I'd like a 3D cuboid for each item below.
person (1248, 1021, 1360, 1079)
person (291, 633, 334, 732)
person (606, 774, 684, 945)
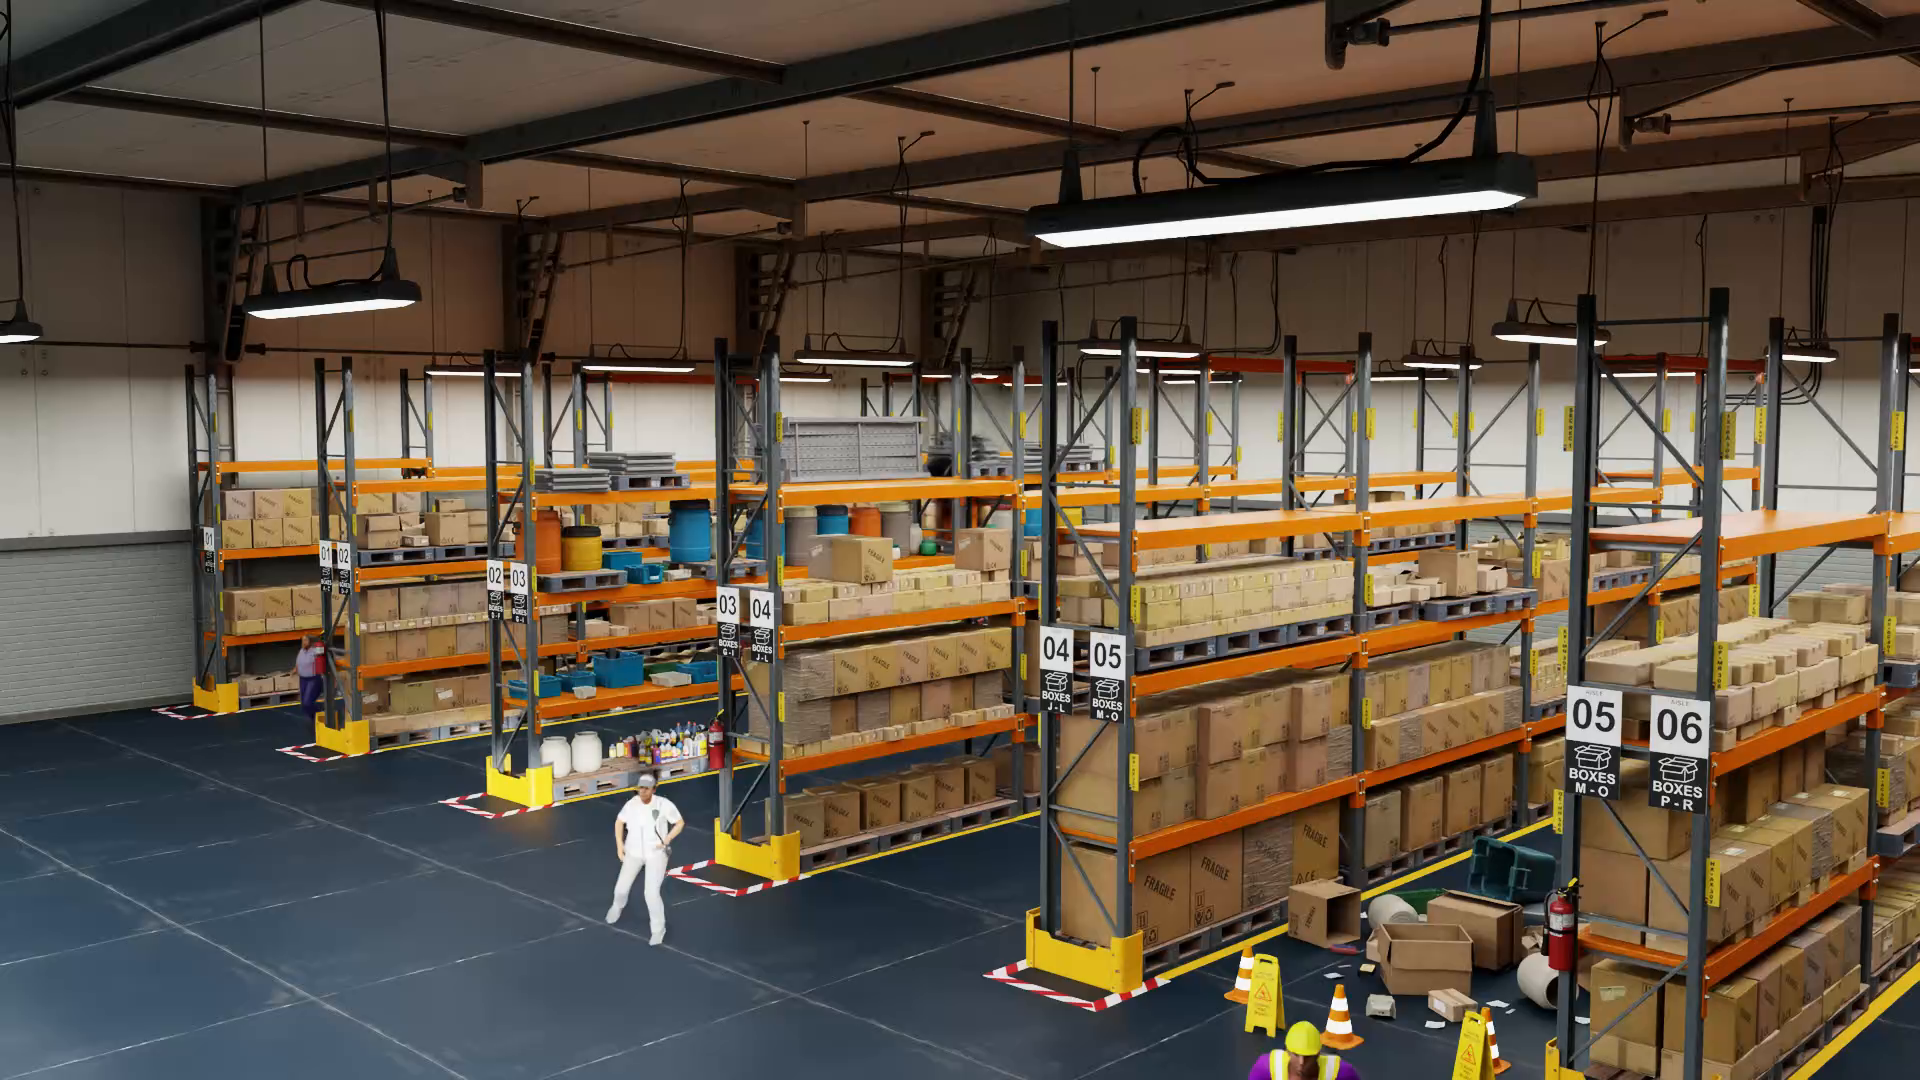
[{"bbox_3d":[2.052,3.589,9.839,0.700,1.701,0.911,1,4,13],"label":"person"},{"bbox_3d":[-10.420,2.320,26.681,0.621,1.644,0.631,2,5,24],"label":"person"},{"bbox_3d":[-3.141,3.124,16.445,0.838,1.671,0.660,0,4,4],"label":"person"}]
